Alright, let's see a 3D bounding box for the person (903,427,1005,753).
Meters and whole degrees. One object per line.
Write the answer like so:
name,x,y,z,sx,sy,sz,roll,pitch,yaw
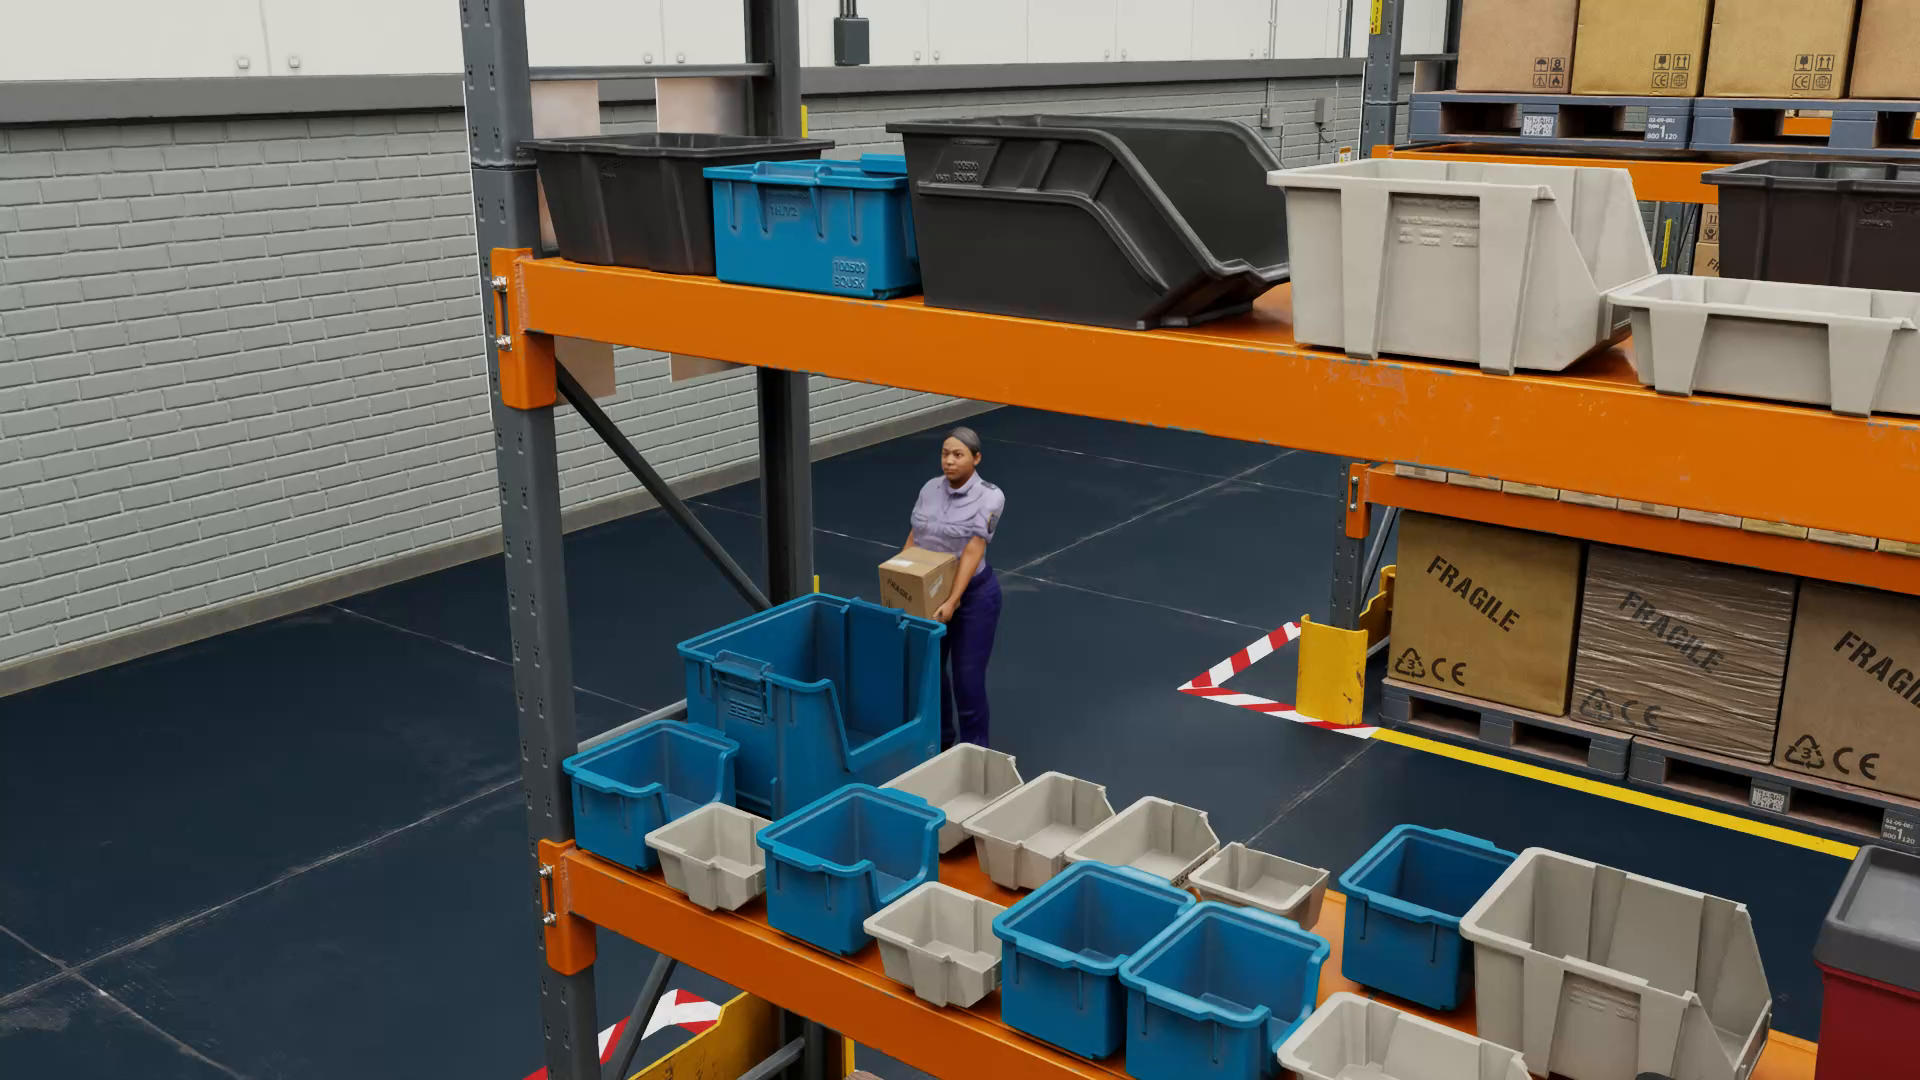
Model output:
person,-0.062,0.318,7.544,0.434,1.633,0.526,12,20,35
